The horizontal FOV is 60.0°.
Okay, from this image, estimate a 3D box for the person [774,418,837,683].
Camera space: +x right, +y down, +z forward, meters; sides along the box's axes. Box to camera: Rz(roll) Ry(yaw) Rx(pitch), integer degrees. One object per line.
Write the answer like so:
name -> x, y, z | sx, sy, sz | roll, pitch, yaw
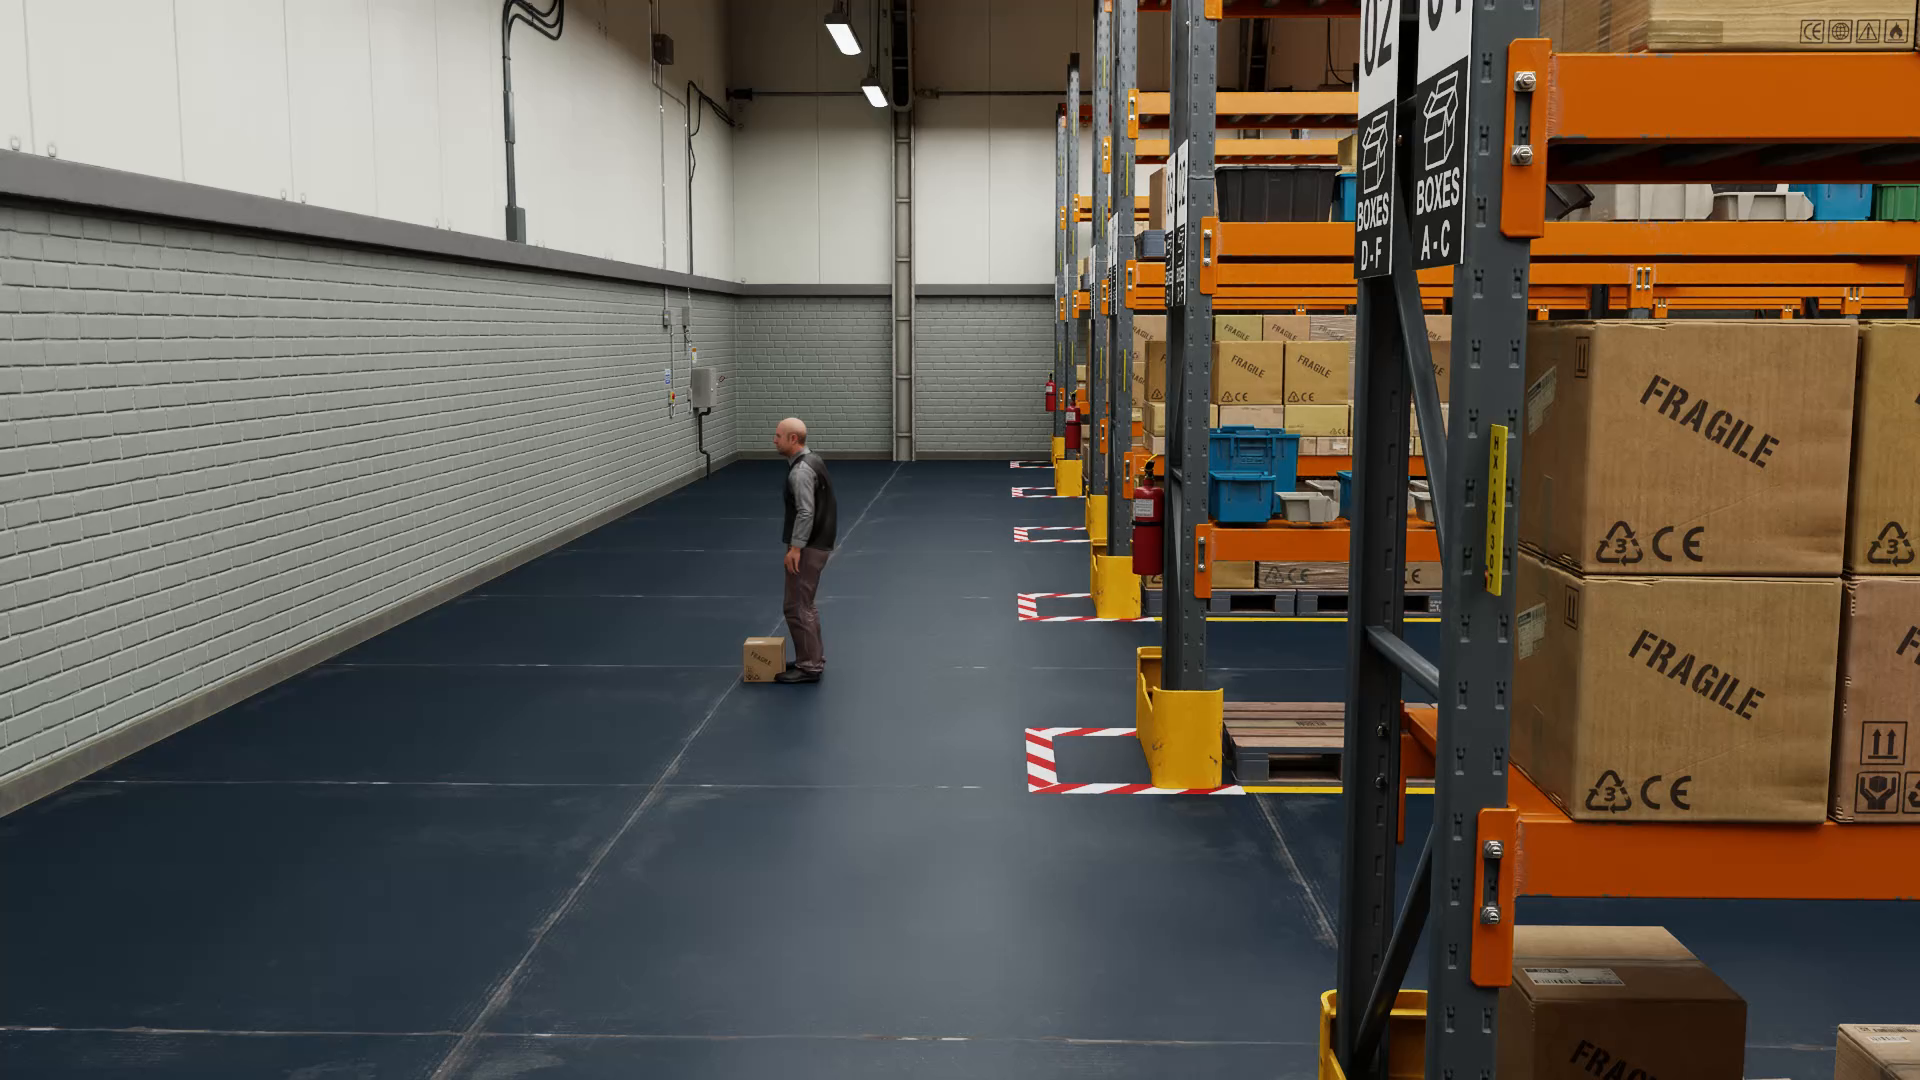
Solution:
person -> -1.010, 0.059, 10.894 | 0.415, 1.721, 0.580 | 0, 7, 1
